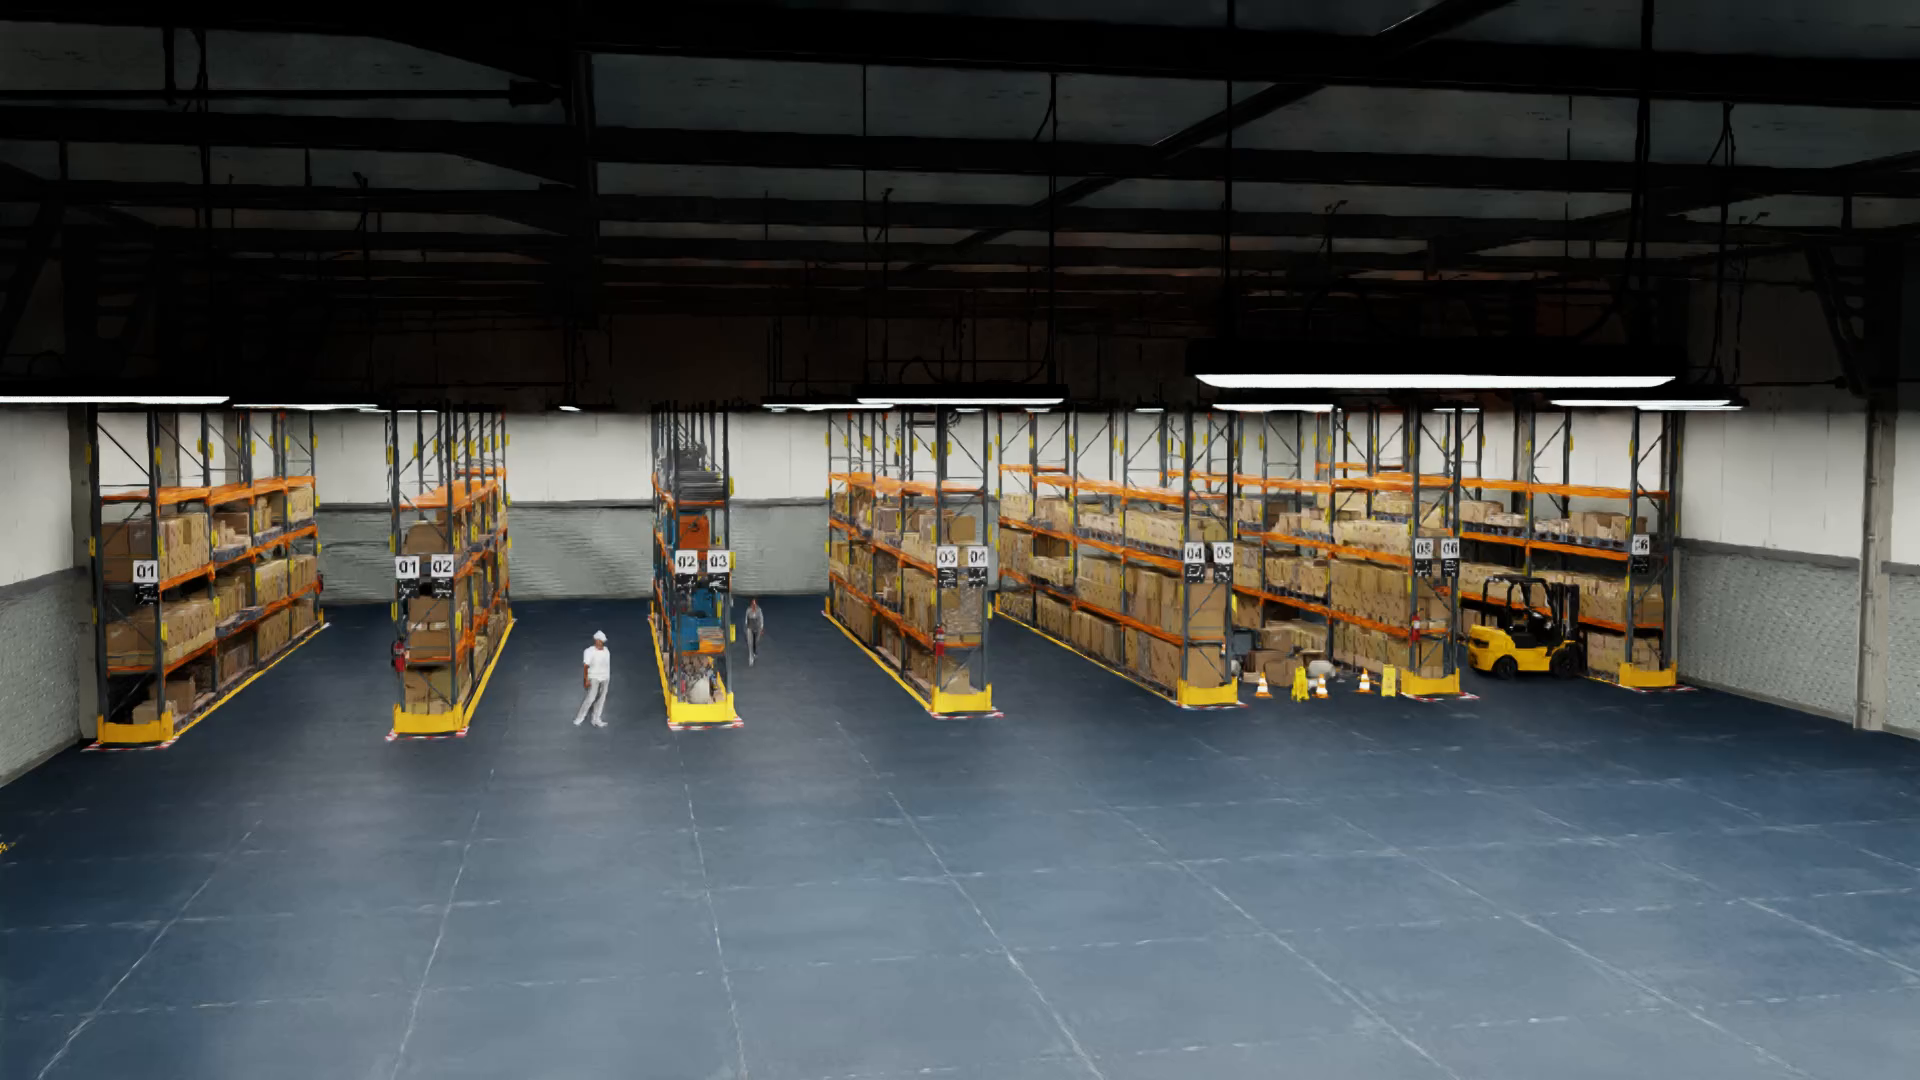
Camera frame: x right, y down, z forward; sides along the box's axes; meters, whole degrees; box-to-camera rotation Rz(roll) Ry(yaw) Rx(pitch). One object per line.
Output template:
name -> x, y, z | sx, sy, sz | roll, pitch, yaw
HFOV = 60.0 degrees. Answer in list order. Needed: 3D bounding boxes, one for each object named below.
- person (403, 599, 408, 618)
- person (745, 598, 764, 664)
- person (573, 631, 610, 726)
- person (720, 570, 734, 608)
person -> -15.399, 1.452, 46.567 | 0.566, 1.541, 0.519 | -1, 4, -15
person -> -4.729, 2.068, 38.264 | 0.415, 1.517, 1.041 | -1, 4, -14
person -> -6.727, 2.543, 30.479 | 0.527, 1.752, 0.726 | 3, 6, 39
person -> -7.010, 1.130, 49.309 | 0.591, 1.772, 0.576 | 2, 5, 24
